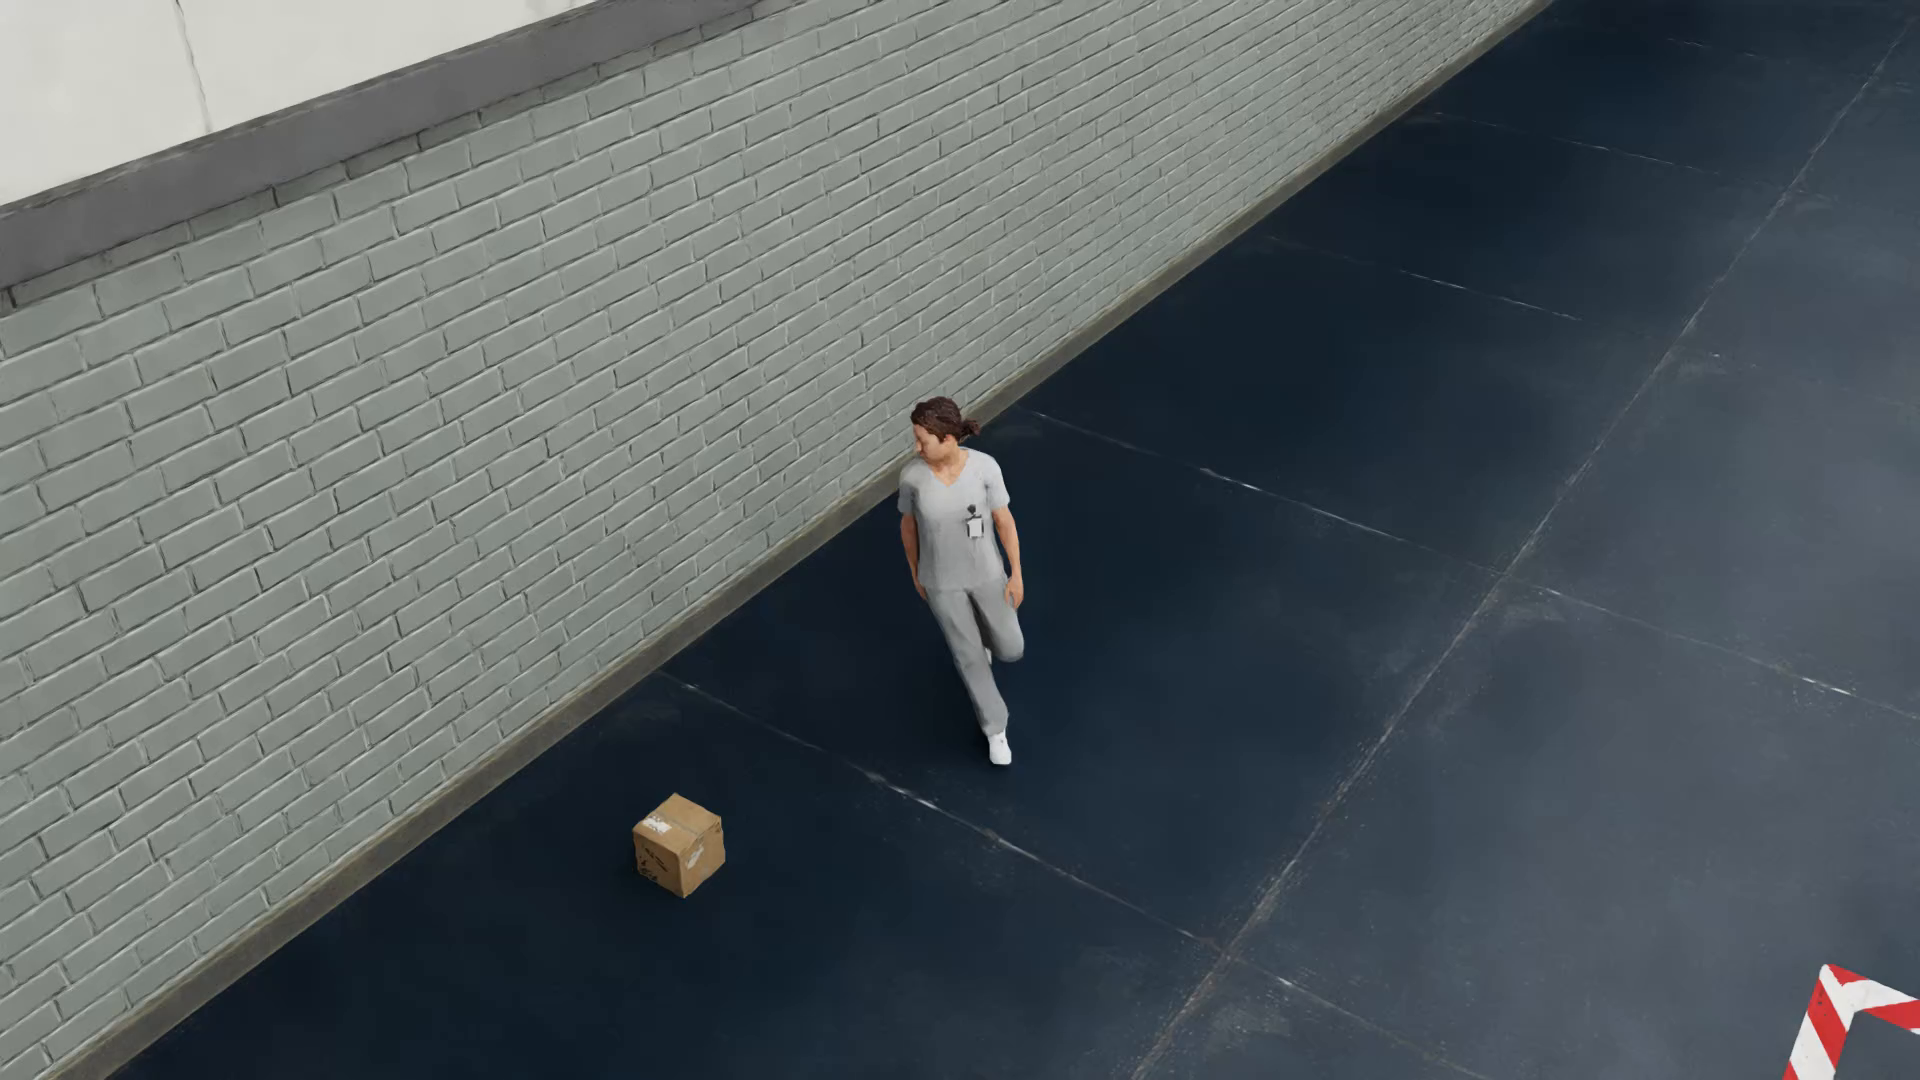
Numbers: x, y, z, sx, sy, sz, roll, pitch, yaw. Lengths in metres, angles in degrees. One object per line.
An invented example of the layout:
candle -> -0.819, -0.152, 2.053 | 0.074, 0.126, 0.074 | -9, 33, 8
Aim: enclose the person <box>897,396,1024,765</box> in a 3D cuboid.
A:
person -> 0.007, 0.130, 6.977 | 0.518, 1.639, 0.705 | -4, 35, -5
